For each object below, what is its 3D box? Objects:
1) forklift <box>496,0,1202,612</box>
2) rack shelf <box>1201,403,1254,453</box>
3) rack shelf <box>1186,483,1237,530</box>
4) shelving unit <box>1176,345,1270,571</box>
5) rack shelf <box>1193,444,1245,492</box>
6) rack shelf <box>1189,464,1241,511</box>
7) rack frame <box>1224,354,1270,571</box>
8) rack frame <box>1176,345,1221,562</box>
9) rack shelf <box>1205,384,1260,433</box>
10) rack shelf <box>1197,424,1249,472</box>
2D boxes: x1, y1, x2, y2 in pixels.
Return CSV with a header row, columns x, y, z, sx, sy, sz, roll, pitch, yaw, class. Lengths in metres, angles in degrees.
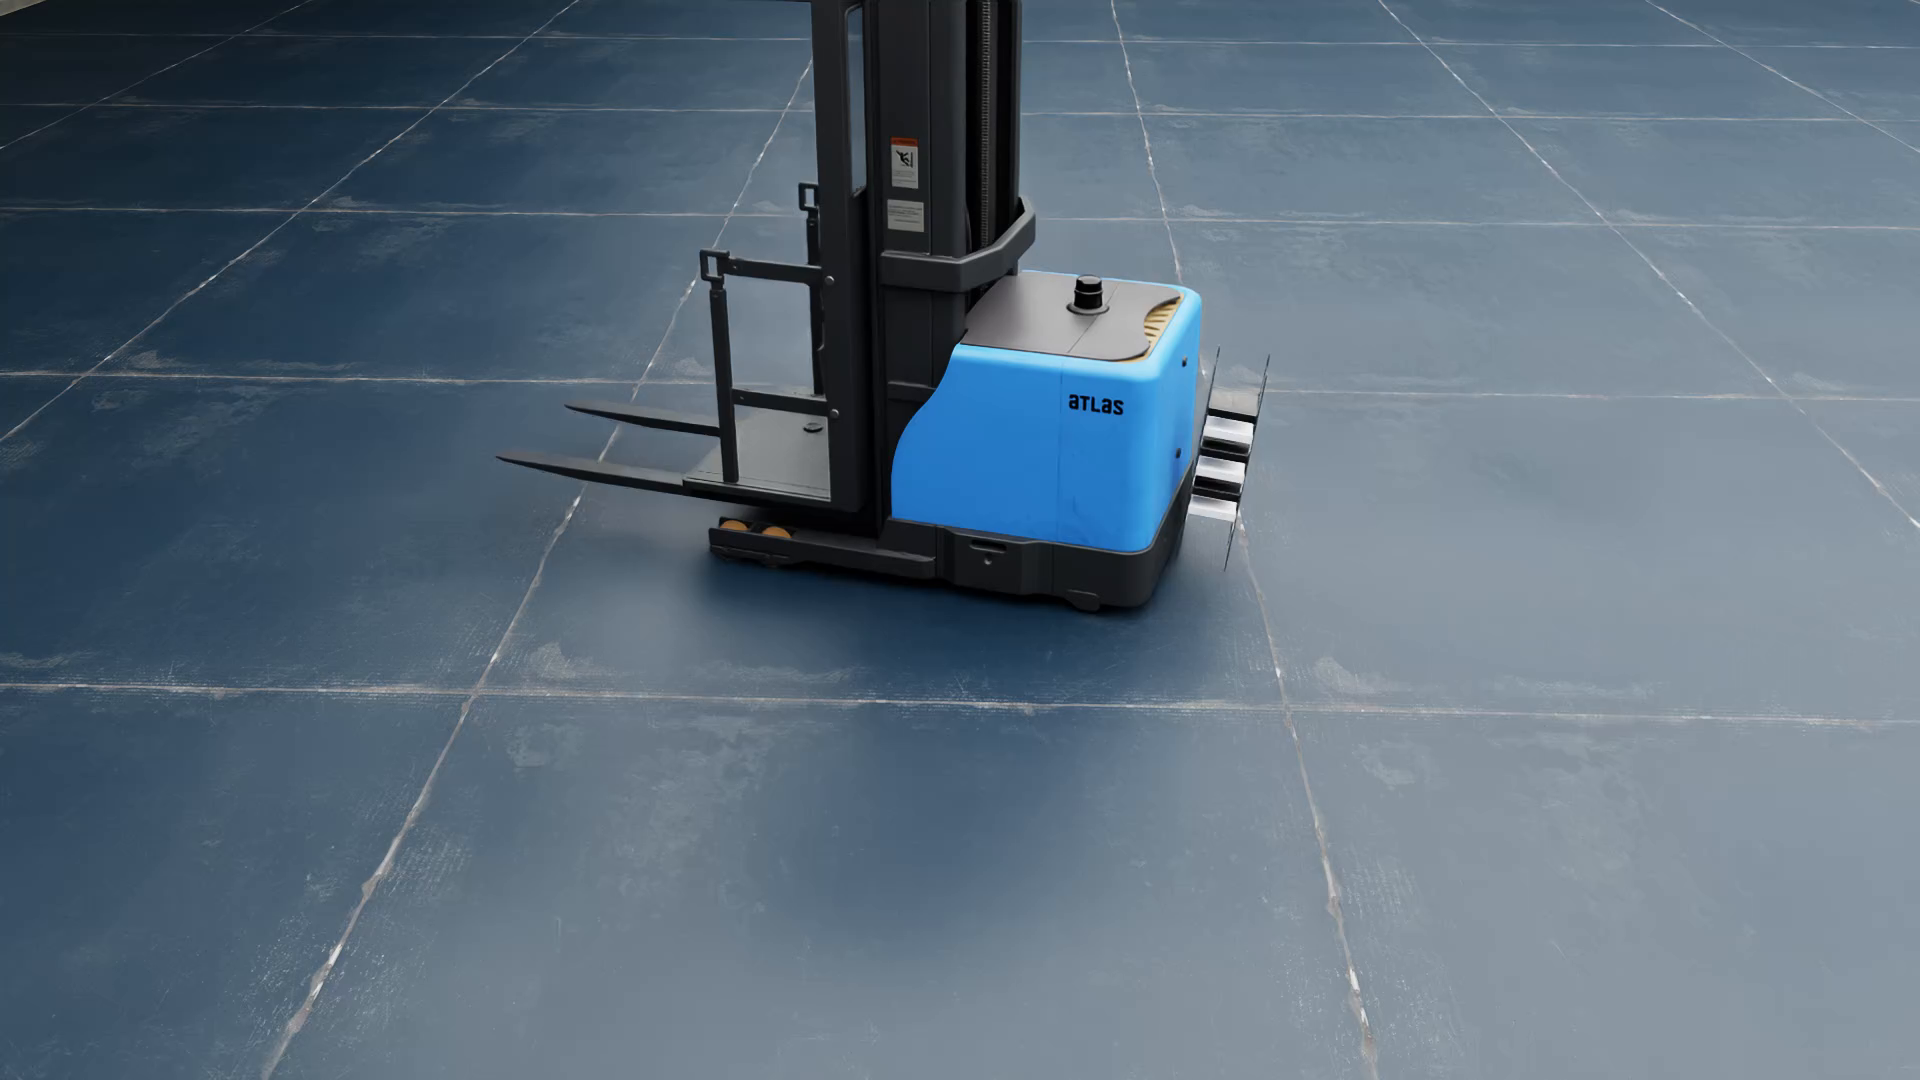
x,y,z,sx,sy,sz,roll,pitch,yaw,class
-0.551,-1.405,6.771,3.031,2.935,1.130,9,29,16,forklift
1.104,-0.461,6.827,0.200,0.077,0.258,11,29,7,rack shelf
1.066,-0.148,7.002,0.200,0.077,0.258,11,29,7,rack shelf
1.088,-0.333,6.898,0.210,0.900,0.258,11,29,7,shelving unit
1.085,-0.304,6.914,0.200,0.077,0.258,11,29,7,rack shelf
1.075,-0.226,6.958,0.200,0.077,0.258,11,29,7,rack shelf
1.187,-0.314,6.885,0.006,0.900,0.240,11,29,7,rack frame
0.990,-0.353,6.911,0.006,0.900,0.240,11,29,7,rack frame
1.114,-0.539,6.783,0.200,0.077,0.258,11,29,7,rack shelf
1.095,-0.383,6.870,0.200,0.077,0.258,11,29,7,rack shelf
